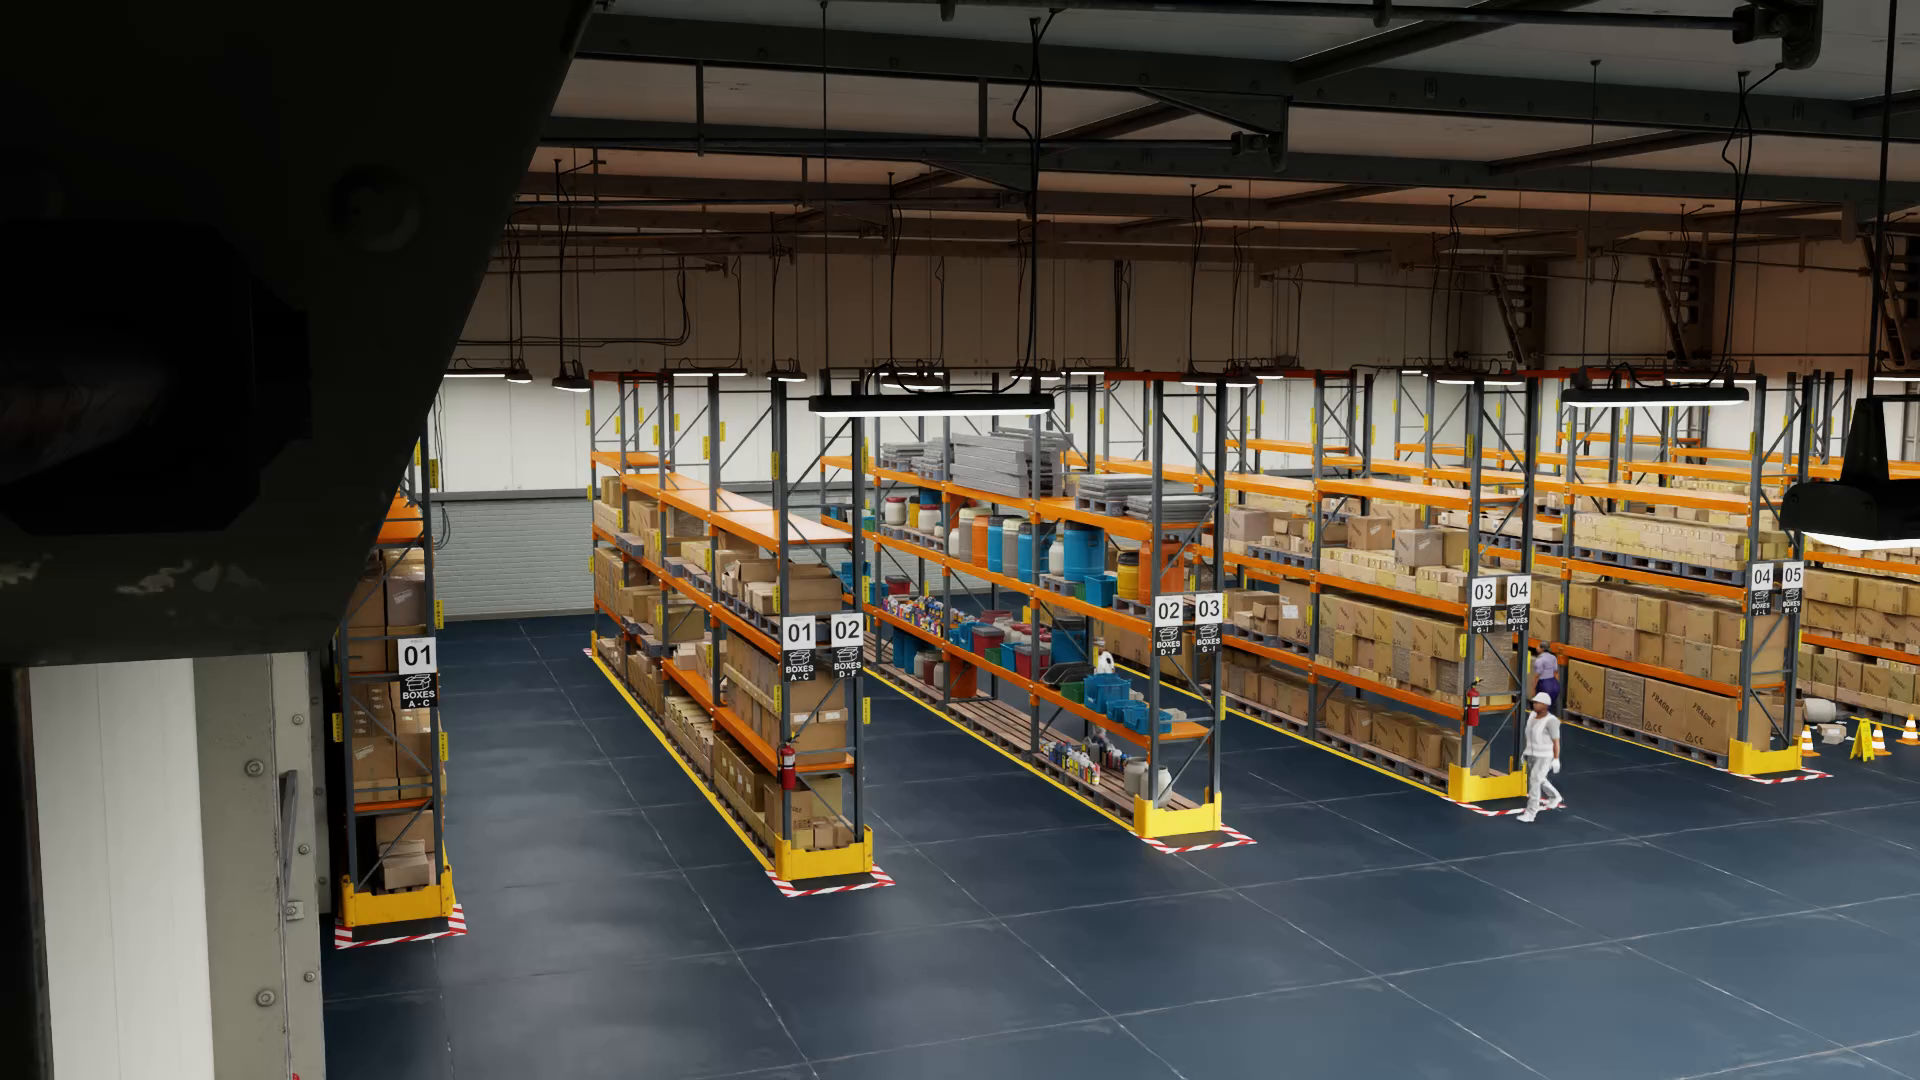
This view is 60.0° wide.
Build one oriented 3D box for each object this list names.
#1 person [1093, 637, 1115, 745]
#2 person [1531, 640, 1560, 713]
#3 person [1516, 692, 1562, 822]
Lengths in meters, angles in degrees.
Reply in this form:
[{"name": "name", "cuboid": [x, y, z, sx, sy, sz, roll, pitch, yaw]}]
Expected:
[{"name": "person", "cuboid": [2.323, 2.429, 27.156, 0.558, 1.726, 0.982, -3, 7, -28]}, {"name": "person", "cuboid": [9.643, 2.488, 27.363, 0.515, 1.673, 0.680, -3, 7, -26]}, {"name": "person", "cuboid": [7.943, 2.934, 22.661, 1.024, 1.749, 0.561, -4, 7, -29]}]
